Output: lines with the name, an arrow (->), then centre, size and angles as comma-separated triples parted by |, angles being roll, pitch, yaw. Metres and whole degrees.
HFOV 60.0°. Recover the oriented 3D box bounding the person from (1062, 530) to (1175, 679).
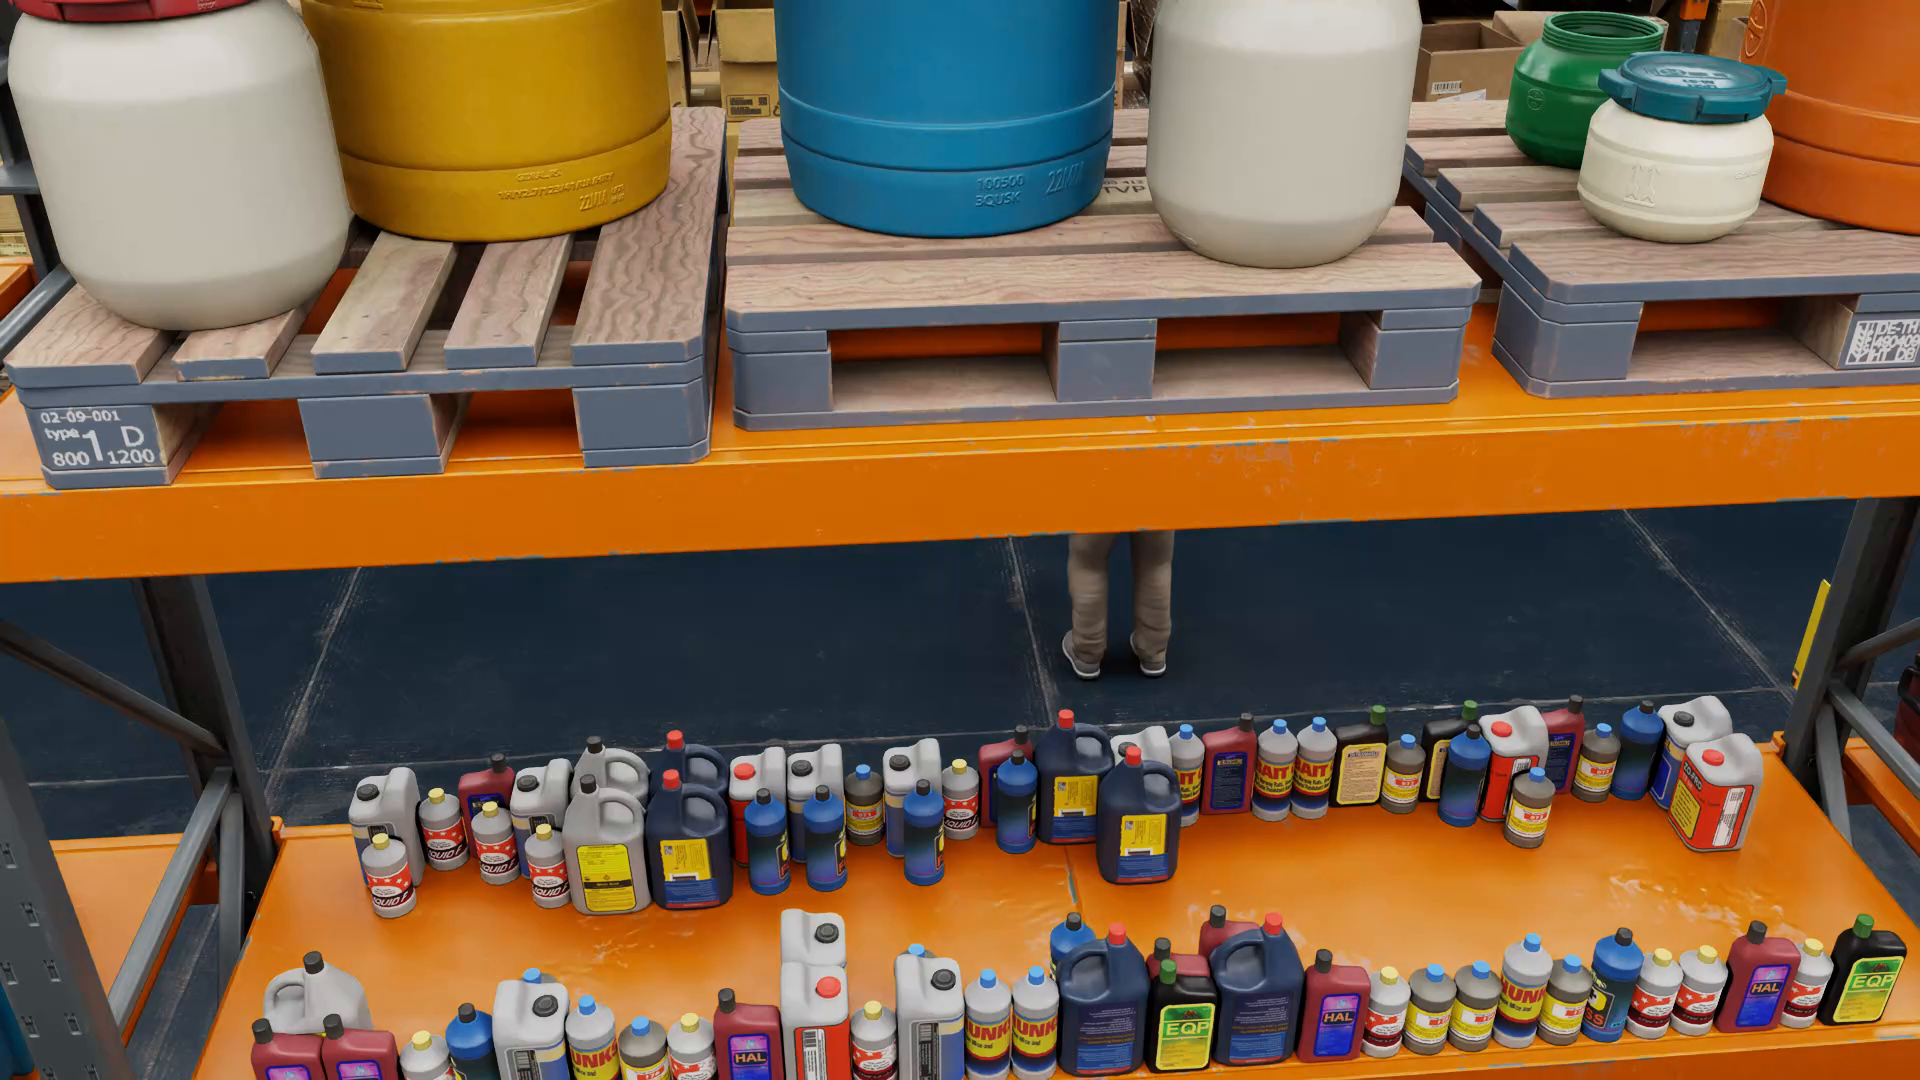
person -> 0.626, -0.264, 6.601 | 0.493, 1.712, 0.537 | -3, 31, -4
